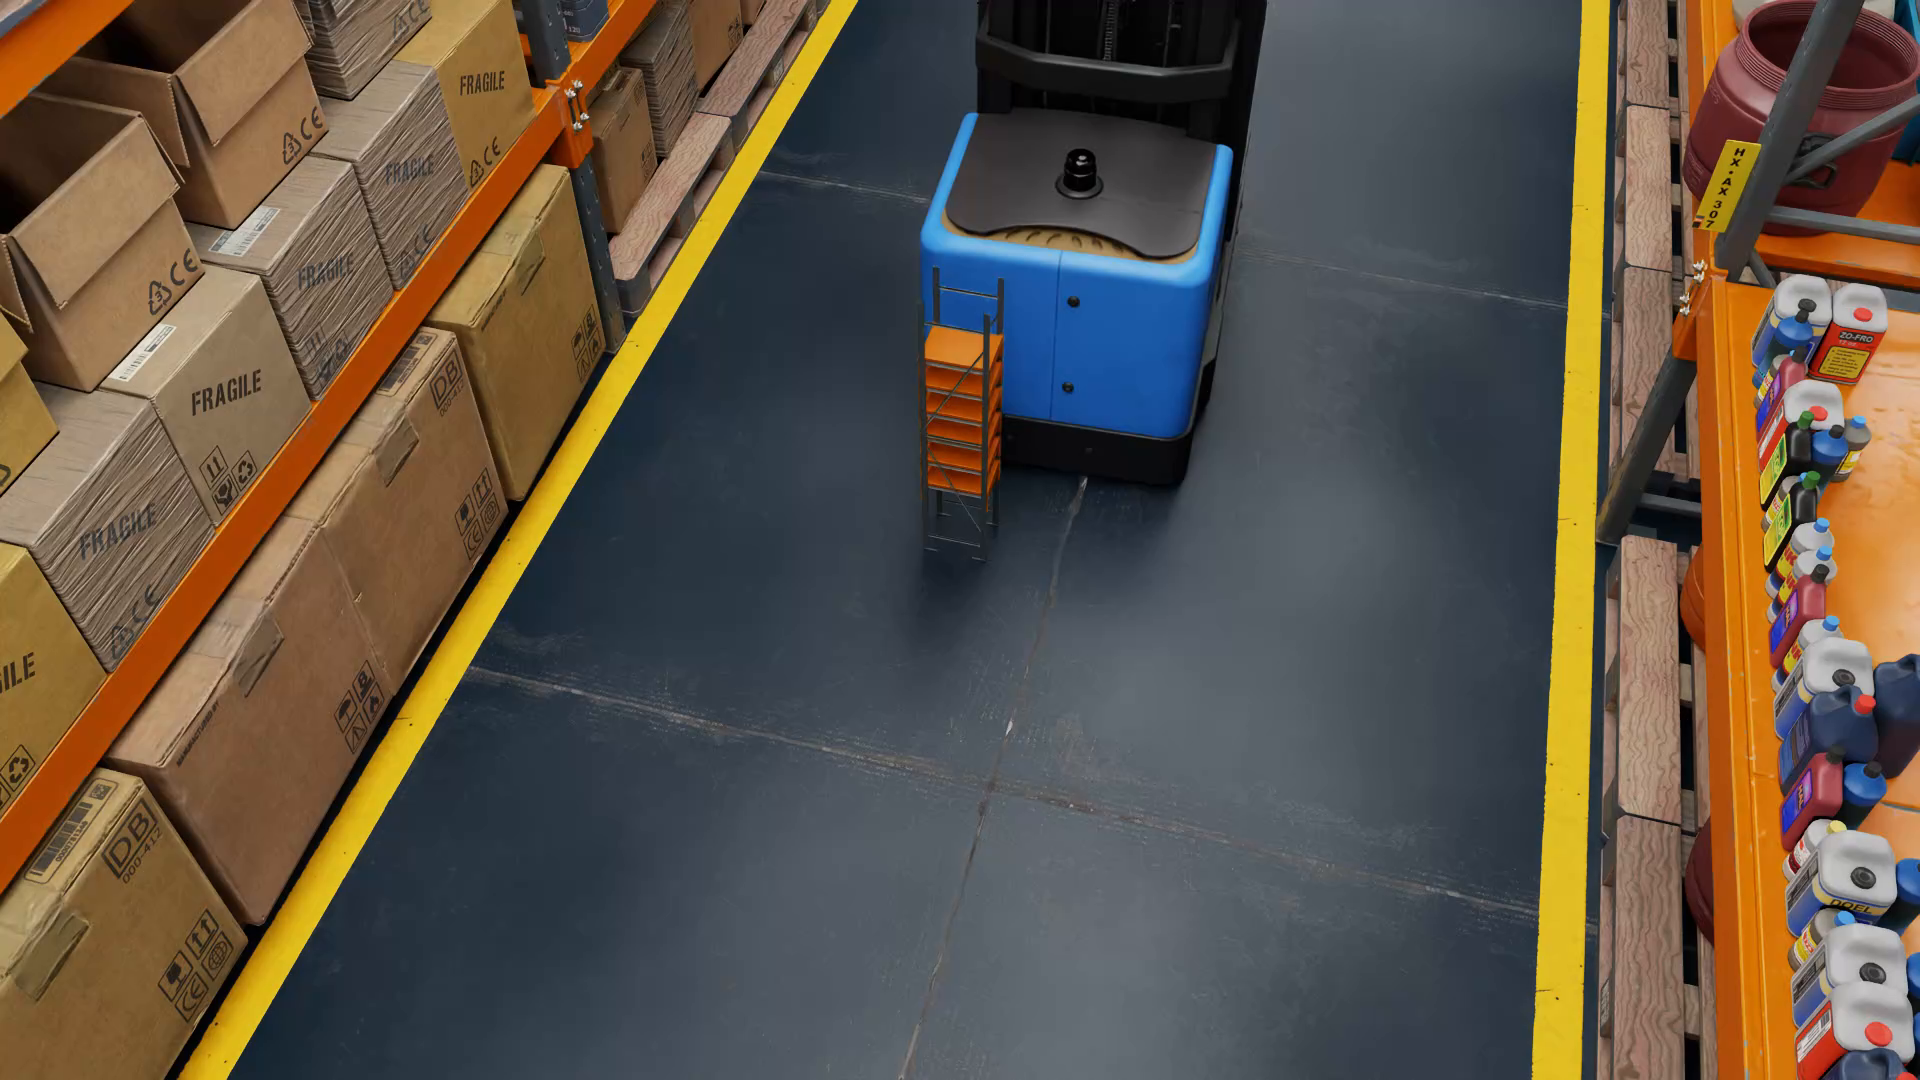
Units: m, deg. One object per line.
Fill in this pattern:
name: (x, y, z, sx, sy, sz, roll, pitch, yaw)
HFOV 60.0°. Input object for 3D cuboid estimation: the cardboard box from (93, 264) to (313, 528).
cardboard box: (-2.196, -0.425, 4.558, 0.500, 0.500, 0.500, 12, 50, 11)

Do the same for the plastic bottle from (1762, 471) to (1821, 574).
plastic bottle: (2.191, -0.047, 4.368, 0.061, 0.283, 0.133, 12, 50, 10)

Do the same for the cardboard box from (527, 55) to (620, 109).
cardboard box: (-1.752, -1.958, 6.851, 0.500, 0.250, 0.500, 13, 50, 12)

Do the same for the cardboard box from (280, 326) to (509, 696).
cardboard box: (-2.343, -0.199, 5.562, 1.225, 0.875, 0.875, 12, 50, 10)

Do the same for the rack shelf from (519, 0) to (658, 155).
rack shelf: (-1.373, -3.110, 7.474, 1.077, 0.370, 4.000, 12, 50, 10)

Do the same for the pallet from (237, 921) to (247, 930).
pallet: (-2.822, 1.342, 4.925, 1.003, 0.211, 1.213, 12, 50, 10)

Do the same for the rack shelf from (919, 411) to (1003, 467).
rack shelf: (0.004, -0.378, 5.843, 0.258, 0.103, 0.180, 12, 50, 10)

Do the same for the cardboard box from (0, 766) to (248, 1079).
cardboard box: (-2.803, 1.089, 4.425, 1.225, 0.875, 0.875, 12, 50, 10)

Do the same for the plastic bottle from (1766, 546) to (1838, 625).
plastic bottle: (2.153, 0.115, 4.234, 0.097, 0.271, 0.097, 0, 49, 0)

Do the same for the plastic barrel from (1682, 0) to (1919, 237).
plastic barrel: (2.709, -1.364, 5.363, 0.600, 0.536, 0.708, 12, 50, 10)

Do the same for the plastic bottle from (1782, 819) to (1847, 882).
plastic bottle: (1.947, 0.703, 3.761, 0.097, 0.201, 0.097, 0, 49, 0)

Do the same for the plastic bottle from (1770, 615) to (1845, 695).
plastic bottle: (2.092, 0.282, 4.086, 0.097, 0.271, 0.097, 0, 49, 0)

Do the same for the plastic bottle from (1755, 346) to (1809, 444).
plastic bottle: (2.322, -0.407, 4.687, 0.061, 0.283, 0.133, 12, 50, 10)

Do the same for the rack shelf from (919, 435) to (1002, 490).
rack shelf: (0.004, -0.299, 5.933, 0.258, 0.103, 0.180, 12, 50, 10)

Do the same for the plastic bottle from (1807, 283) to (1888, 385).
plastic bottle: (2.600, -0.604, 4.865, 0.152, 0.276, 0.135, 12, 50, 10)

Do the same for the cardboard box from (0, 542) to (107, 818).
cardboard box: (-2.459, 0.312, 3.907, 0.500, 0.500, 0.500, 12, 50, 10)

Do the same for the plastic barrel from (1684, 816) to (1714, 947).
plastic barrel: (2.469, 0.909, 4.775, 0.600, 0.588, 0.708, 12, 50, 10)

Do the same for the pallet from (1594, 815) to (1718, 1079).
pallet: (2.388, 1.457, 4.823, 1.003, 0.211, 1.213, 12, 50, 10)

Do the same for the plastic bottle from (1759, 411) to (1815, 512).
plastic bottle: (2.252, -0.213, 4.516, 0.061, 0.283, 0.133, 12, 50, 10)

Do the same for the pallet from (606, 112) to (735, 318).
pallet: (-1.693, -1.543, 7.471, 1.003, 0.211, 1.213, 12, 50, 10)

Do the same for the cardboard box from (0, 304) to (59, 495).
cardboard box: (-2.600, -0.331, 3.805, 0.797, 0.503, 0.637, 12, 50, 10)

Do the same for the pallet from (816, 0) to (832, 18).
pallet: (-1.050, -3.308, 9.029, 1.003, 0.211, 1.213, 12, 50, 10)

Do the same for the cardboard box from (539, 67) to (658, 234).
cardboard box: (-1.743, -1.708, 7.131, 0.700, 0.500, 0.500, 9, 49, 8)

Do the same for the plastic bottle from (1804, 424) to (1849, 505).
plastic bottle: (2.333, -0.207, 4.518, 0.097, 0.271, 0.097, 0, 49, 0)

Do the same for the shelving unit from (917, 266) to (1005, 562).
shelving unit: (0.004, -0.407, 5.809, 0.258, 1.200, 0.189, 12, 50, 10)

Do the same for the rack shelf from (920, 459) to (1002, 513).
rack shelf: (0.004, -0.219, 6.023, 0.258, 0.103, 0.180, 12, 50, 10)

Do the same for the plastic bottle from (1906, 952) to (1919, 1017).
plastic bottle: (2.007, 0.948, 3.499, 0.097, 0.271, 0.097, 0, 49, 0)

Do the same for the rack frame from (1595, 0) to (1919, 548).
rack frame: (2.879, -0.924, 5.065, 1.000, 3.000, 0.127, 12, 50, 10)

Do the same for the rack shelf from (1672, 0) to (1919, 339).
rack shelf: (3.405, -2.132, 6.611, 1.077, 0.370, 4.000, 12, 50, 10)

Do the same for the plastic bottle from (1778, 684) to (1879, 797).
plastic bottle: (2.042, 0.460, 3.877, 0.144, 0.351, 0.185, 12, 50, 10)

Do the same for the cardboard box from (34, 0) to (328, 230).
cardboard box: (-2.282, -1.270, 4.634, 0.797, 0.503, 0.637, 13, 50, 11)

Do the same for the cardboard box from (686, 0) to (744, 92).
cardboard box: (-1.466, -2.523, 7.850, 0.700, 0.500, 0.500, 15, 50, 13)

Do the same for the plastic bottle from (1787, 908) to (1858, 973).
plastic bottle: (1.886, 0.871, 3.613, 0.097, 0.201, 0.097, 0, 49, 0)

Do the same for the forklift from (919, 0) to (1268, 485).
forklift: (0.663, -2.310, 6.334, 1.130, 2.935, 3.031, 9, 49, 8)

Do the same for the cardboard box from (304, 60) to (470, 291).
cardboard box: (-1.927, -1.169, 5.214, 0.500, 0.500, 0.500, 11, 50, 10)

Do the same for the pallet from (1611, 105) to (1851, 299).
pallet: (3.443, -1.433, 7.374, 1.003, 0.211, 1.213, 12, 50, 10)

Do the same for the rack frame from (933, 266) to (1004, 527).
rack frame: (0.028, -0.474, 5.868, 0.240, 1.200, 0.006, 12, 50, 10)

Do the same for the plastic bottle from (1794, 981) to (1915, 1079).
plastic bottle: (1.847, 1.033, 3.421, 0.152, 0.276, 0.135, 12, 50, 10)

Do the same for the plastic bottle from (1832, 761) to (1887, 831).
plastic bottle: (2.041, 0.595, 3.810, 0.097, 0.271, 0.097, 0, 49, 0)

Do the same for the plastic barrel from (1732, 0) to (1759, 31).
plastic barrel: (3.054, -2.052, 5.986, 0.421, 0.512, 0.421, 0, 49, 0)

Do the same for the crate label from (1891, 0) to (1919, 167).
crate label: (3.401, -1.601, 5.639, 0.502, 0.435, 0.616, 12, 50, 10)

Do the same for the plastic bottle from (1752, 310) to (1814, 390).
plastic bottle: (2.396, -0.554, 4.824, 0.097, 0.271, 0.097, 0, 49, 0)

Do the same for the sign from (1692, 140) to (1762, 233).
sign: (2.346, -1.081, 5.095, 0.100, 0.325, 0.005, 12, 50, 10)
